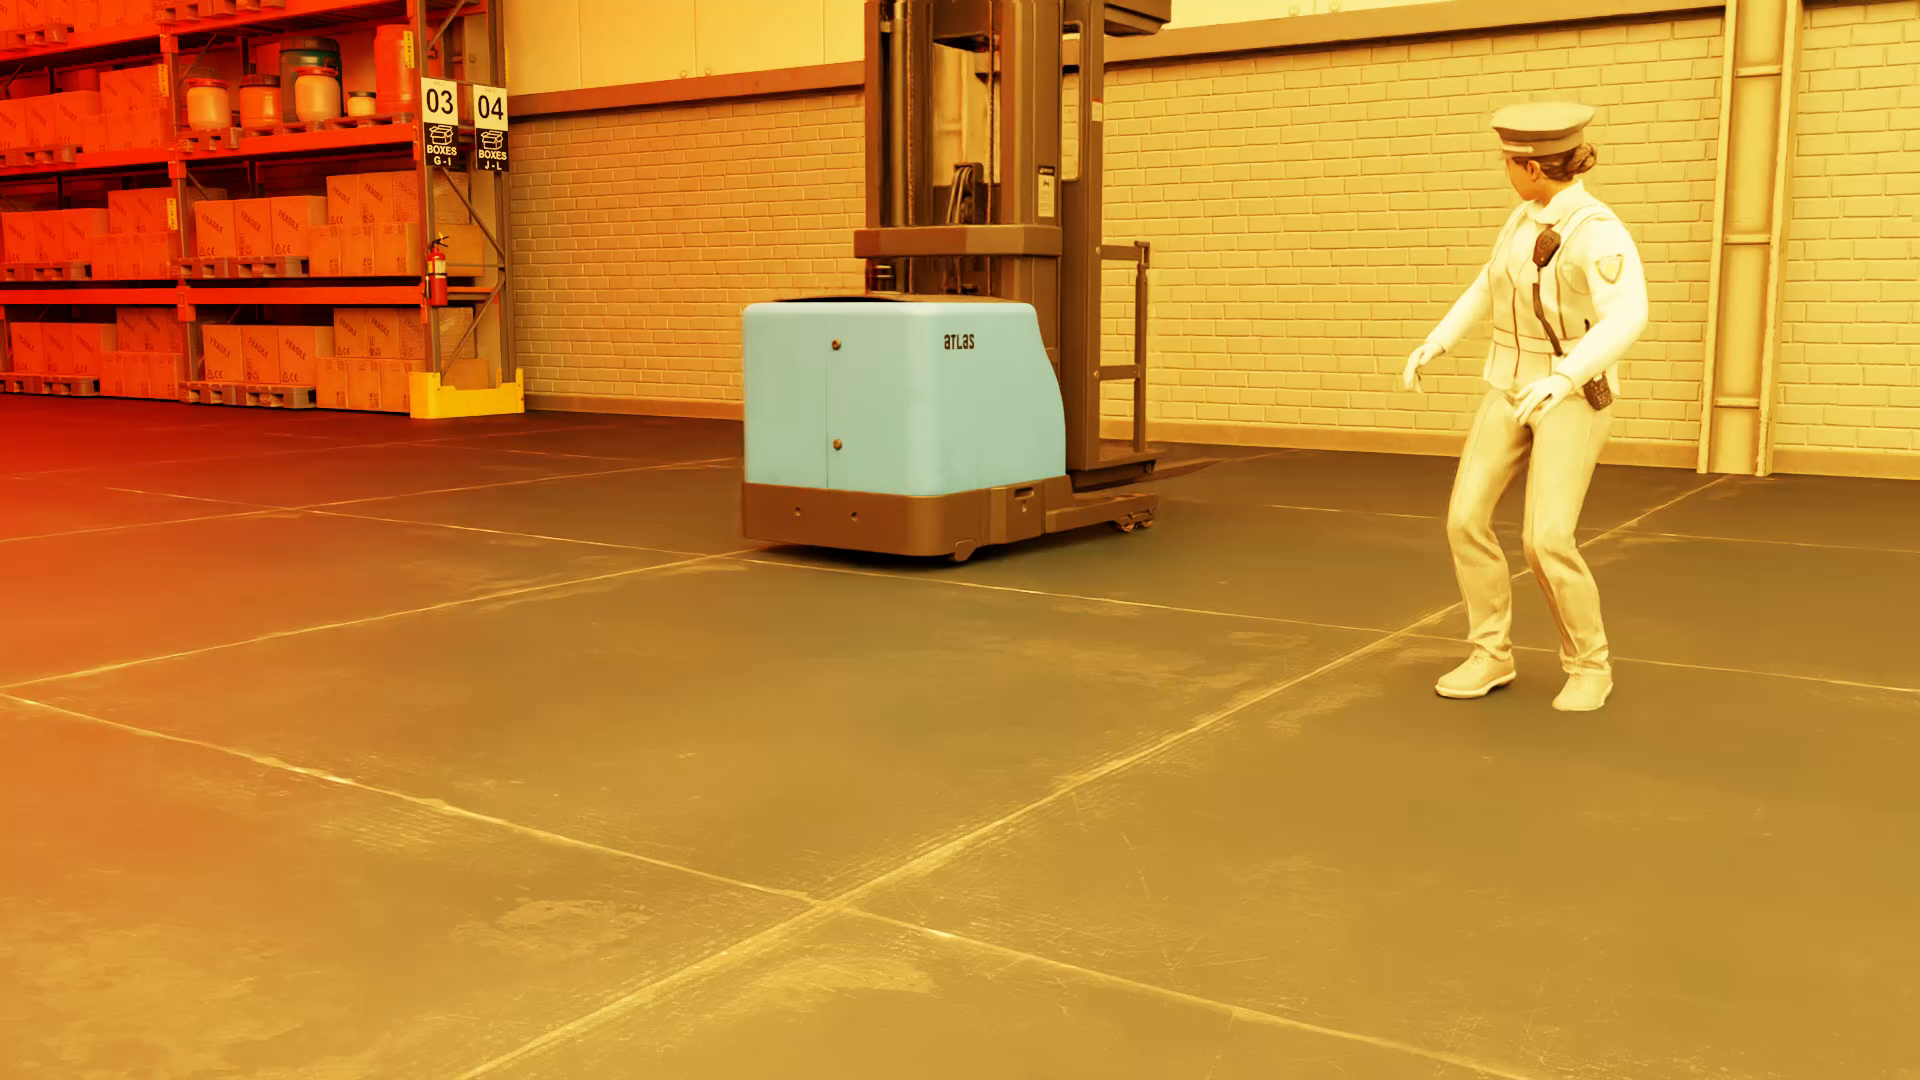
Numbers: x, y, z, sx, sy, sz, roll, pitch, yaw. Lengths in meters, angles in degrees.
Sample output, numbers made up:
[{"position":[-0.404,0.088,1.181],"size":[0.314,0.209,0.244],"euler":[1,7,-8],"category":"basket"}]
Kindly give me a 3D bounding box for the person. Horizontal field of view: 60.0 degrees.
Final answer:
[{"position":[1.526,-0.351,4.485],"size":[0.593,1.635,0.730],"euler":[-4,9,-28],"category":"person"}]

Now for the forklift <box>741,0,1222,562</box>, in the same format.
[{"position":[0.306,-1.526,7.922],"size":[1.130,2.935,3.031],"euler":[6,10,34],"category":"forklift"}]
